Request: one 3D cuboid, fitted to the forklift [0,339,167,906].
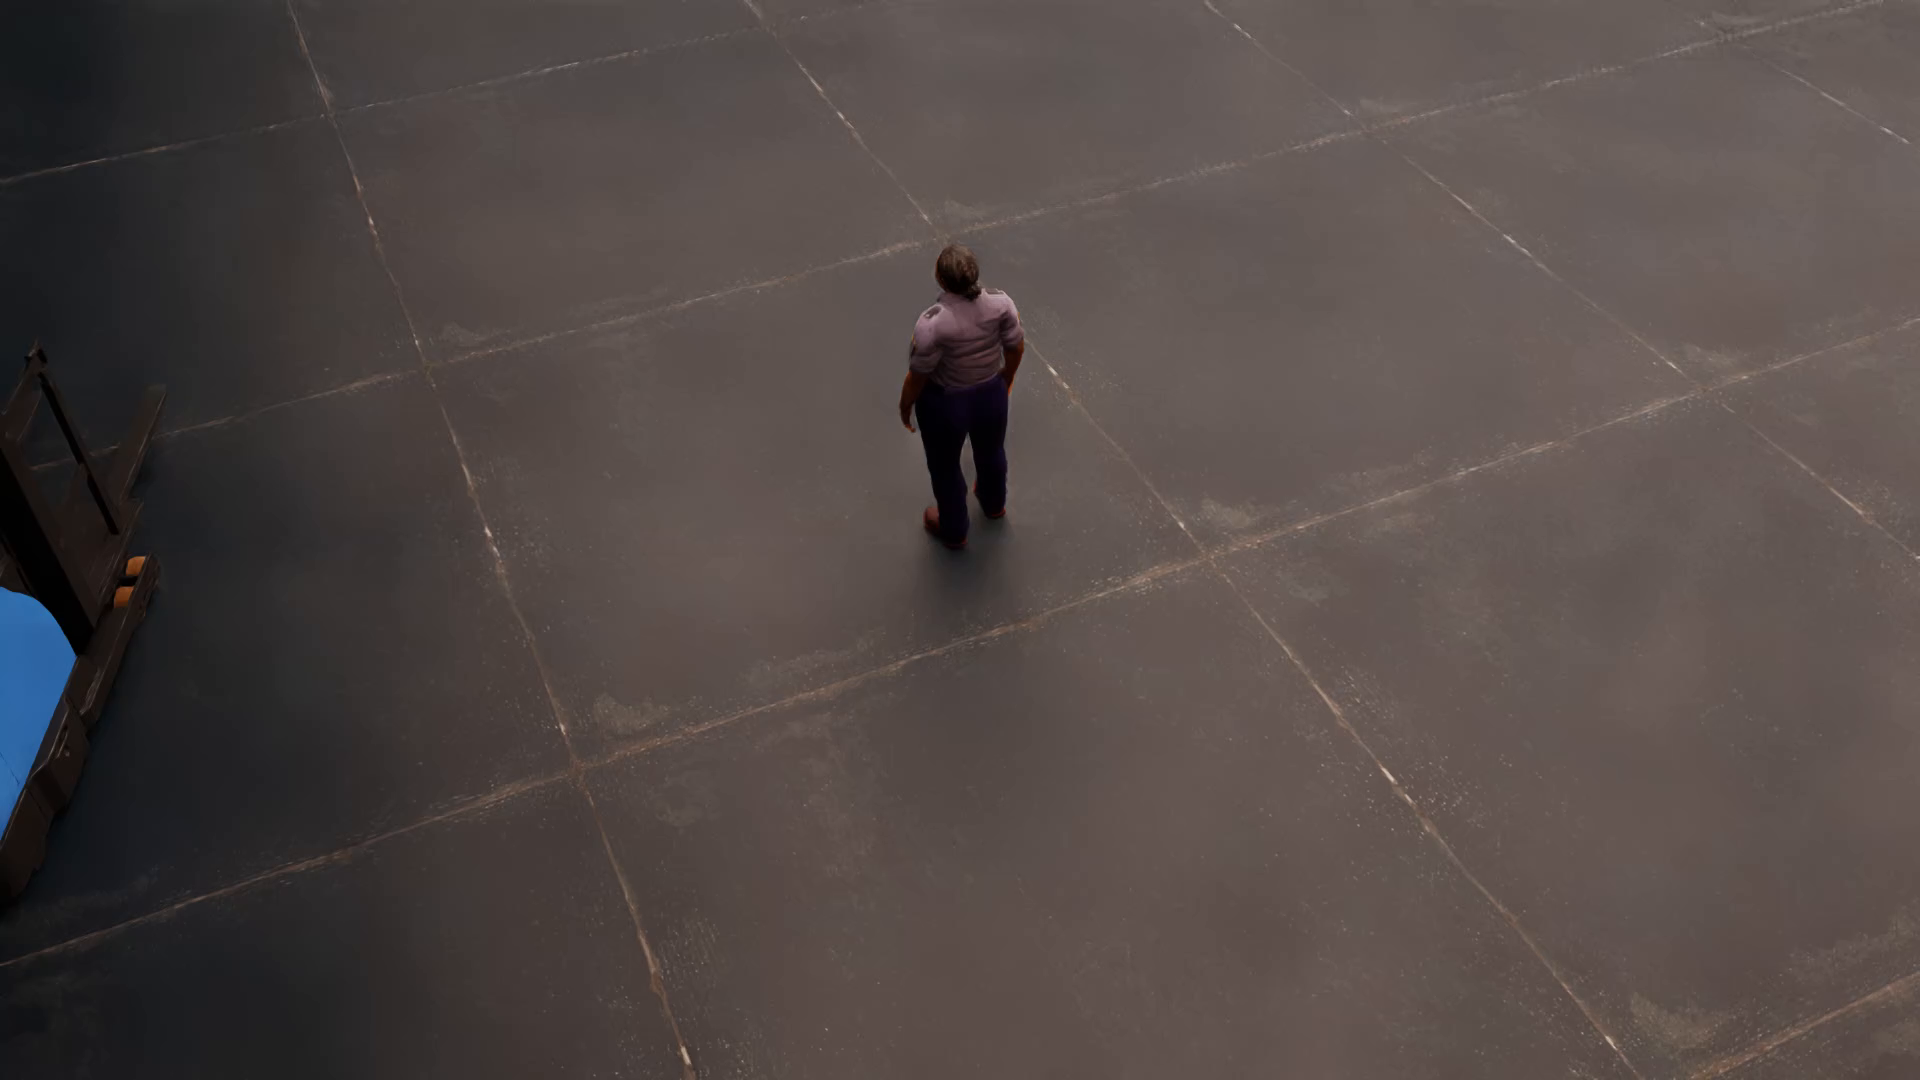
[{"bbox_3d":[-4.188,-0.641,6.367,1.130,2.935,3.031,-3,43,-4],"label":"forklift"}]

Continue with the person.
[{"bbox_3d":[-0.017,-0.670,7.328,0.599,1.650,0.502,-18,46,-18],"label":"person"}]
